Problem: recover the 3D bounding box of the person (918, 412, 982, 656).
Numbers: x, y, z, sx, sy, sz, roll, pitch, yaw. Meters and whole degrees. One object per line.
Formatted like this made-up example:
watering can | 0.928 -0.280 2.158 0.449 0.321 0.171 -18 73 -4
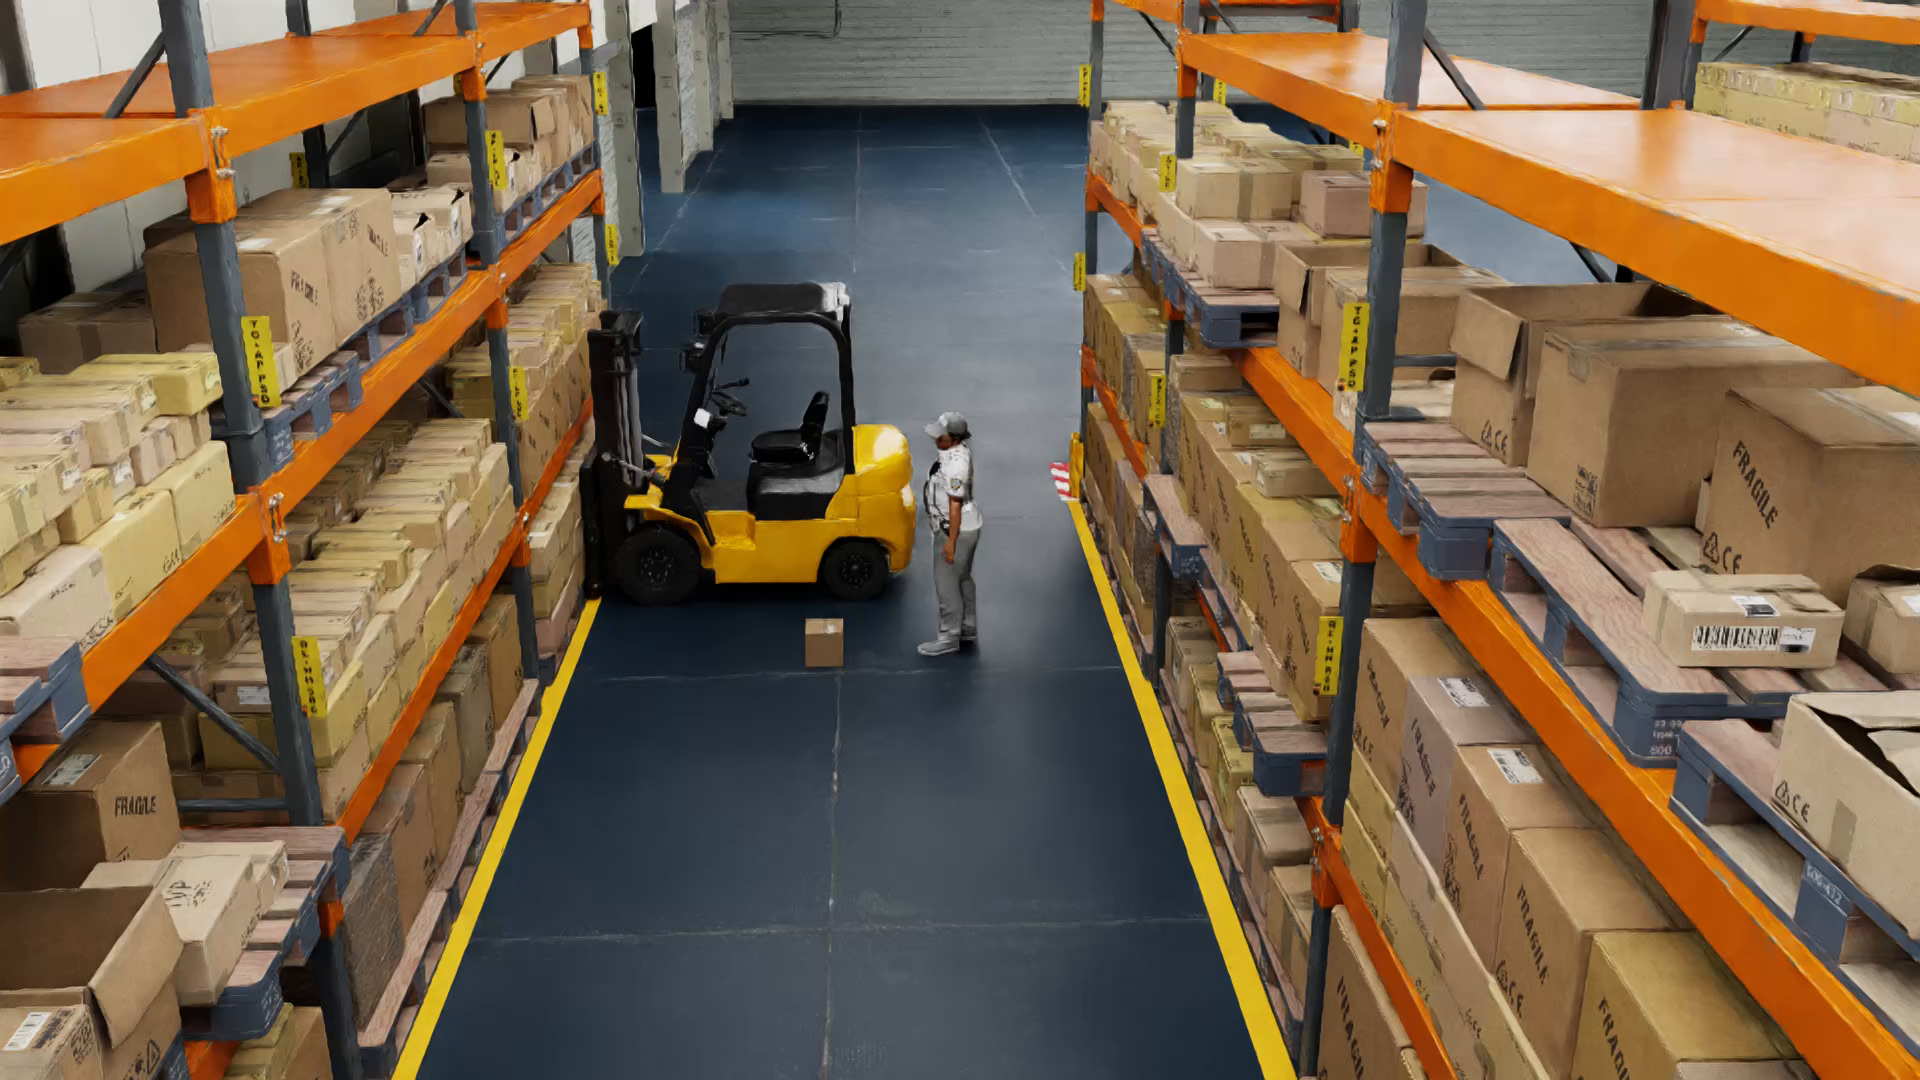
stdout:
person | -0.066 -0.062 11.193 0.434 1.667 0.579 0 21 1
